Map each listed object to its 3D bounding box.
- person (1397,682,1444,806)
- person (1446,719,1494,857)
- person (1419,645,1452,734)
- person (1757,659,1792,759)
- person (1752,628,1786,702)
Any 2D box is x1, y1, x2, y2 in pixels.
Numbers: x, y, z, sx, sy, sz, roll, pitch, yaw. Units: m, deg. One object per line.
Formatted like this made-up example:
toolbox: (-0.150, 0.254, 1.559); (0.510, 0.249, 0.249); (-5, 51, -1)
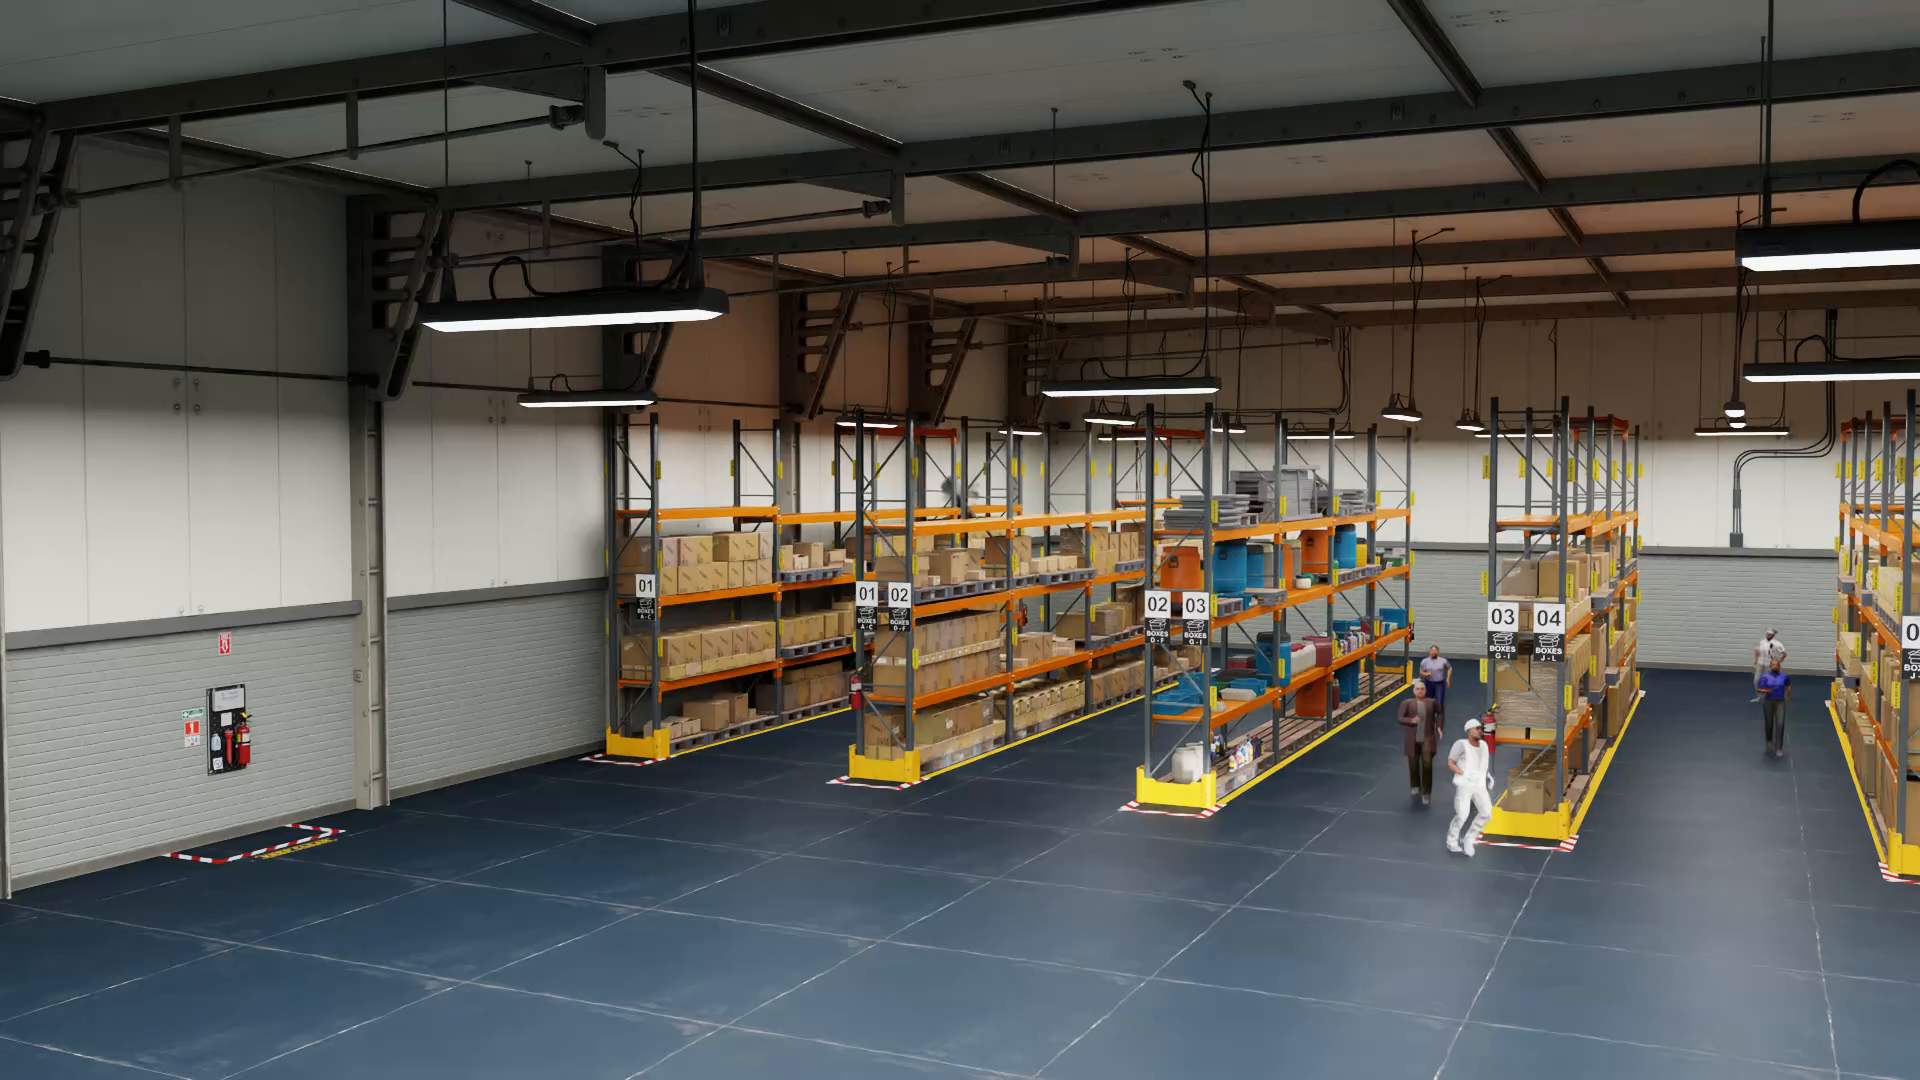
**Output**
person: (6.946, 3.060, 25.105); (0.671, 1.850, 0.842); (1, 3, 17)
person: (6.666, 3.208, 21.606); (0.699, 1.748, 0.603); (-1, 2, -15)
person: (9.075, 2.853, 31.791); (0.576, 1.694, 0.716); (1, 3, 22)
person: (14.292, 2.927, 29.189); (0.570, 1.682, 0.871); (1, 3, 23)
person: (17.449, 2.693, 35.841); (0.534, 1.635, 0.664); (-1, 3, -31)
